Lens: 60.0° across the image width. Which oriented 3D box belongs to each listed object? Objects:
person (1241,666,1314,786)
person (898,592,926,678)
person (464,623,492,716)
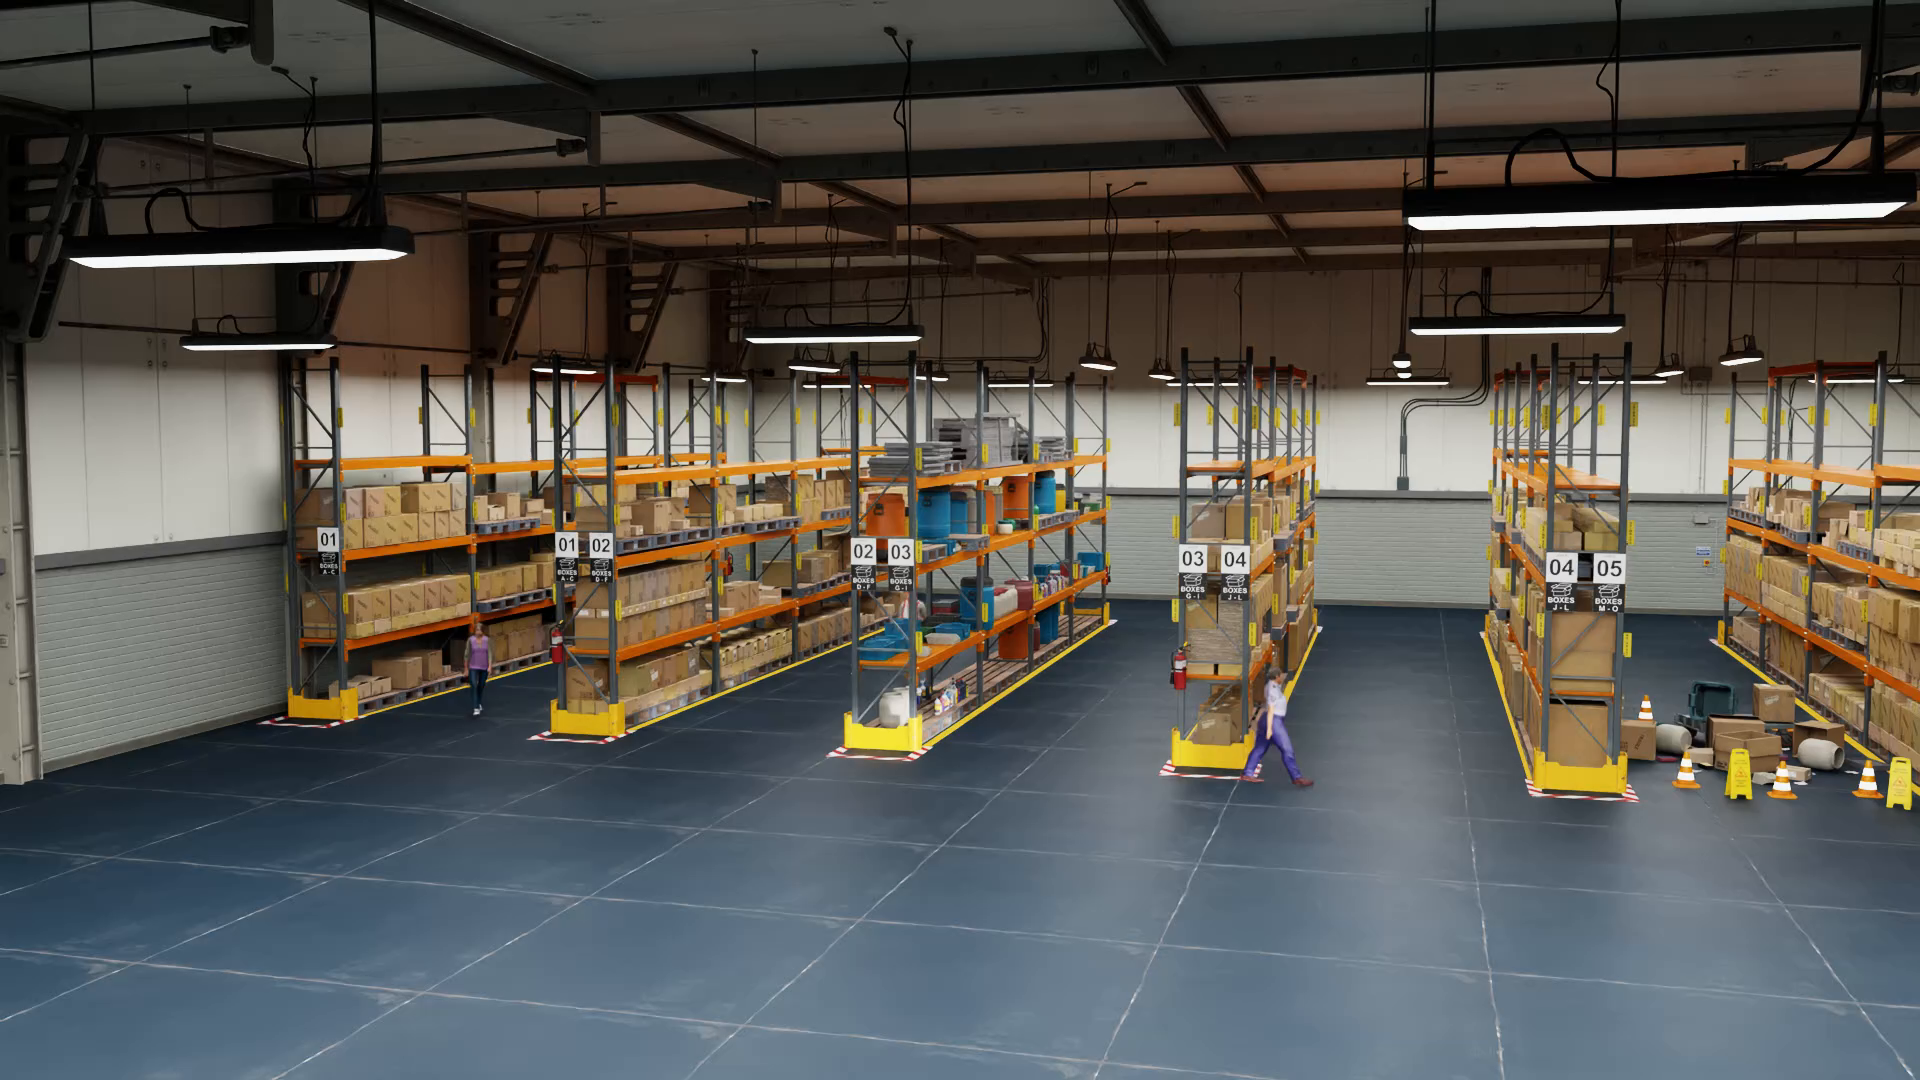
[{"bbox_3d":[4.317,2.521,22.658,0.907,1.595,0.580,-1,4,-7],"label":"person"},{"bbox_3d":[-0.915,1.658,30.560,0.599,1.638,0.953,2,5,28],"label":"person"},{"bbox_3d":[-8.089,2.157,27.949,0.444,1.541,0.975,-3,5,-32],"label":"person"}]
